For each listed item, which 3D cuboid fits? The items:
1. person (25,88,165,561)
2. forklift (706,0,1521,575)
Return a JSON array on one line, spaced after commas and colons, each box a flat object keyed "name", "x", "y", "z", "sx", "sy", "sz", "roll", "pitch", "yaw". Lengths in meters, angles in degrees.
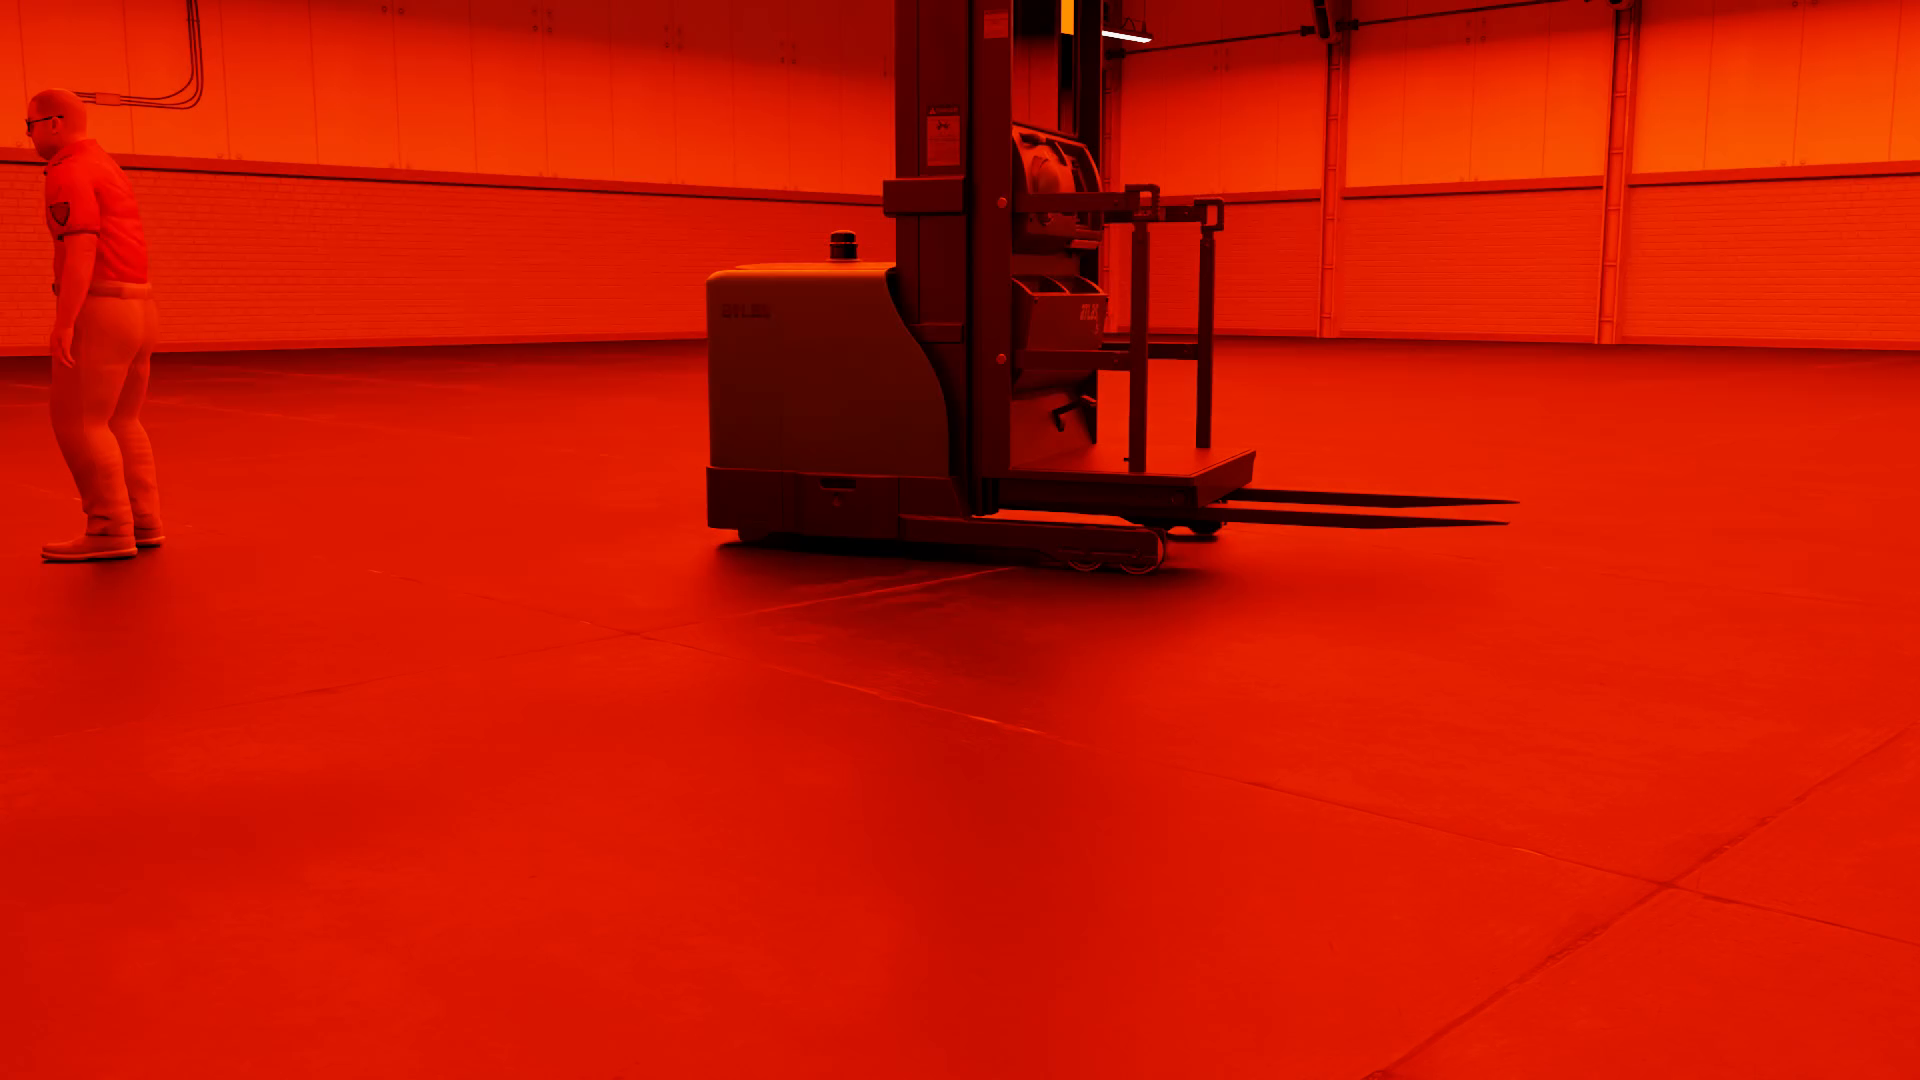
[{"name": "person", "x": -3.251, "y": -0.803, "z": 6.243, "sx": 0.397, "sy": 1.727, "sz": 0.607, "roll": -1, "pitch": 9, "yaw": -8}, {"name": "forklift", "x": 0.565, "y": -1.416, "z": 6.275, "sx": 3.031, "sy": 2.935, "sz": 1.130, "roll": 3, "pitch": 9, "yaw": 22}]
